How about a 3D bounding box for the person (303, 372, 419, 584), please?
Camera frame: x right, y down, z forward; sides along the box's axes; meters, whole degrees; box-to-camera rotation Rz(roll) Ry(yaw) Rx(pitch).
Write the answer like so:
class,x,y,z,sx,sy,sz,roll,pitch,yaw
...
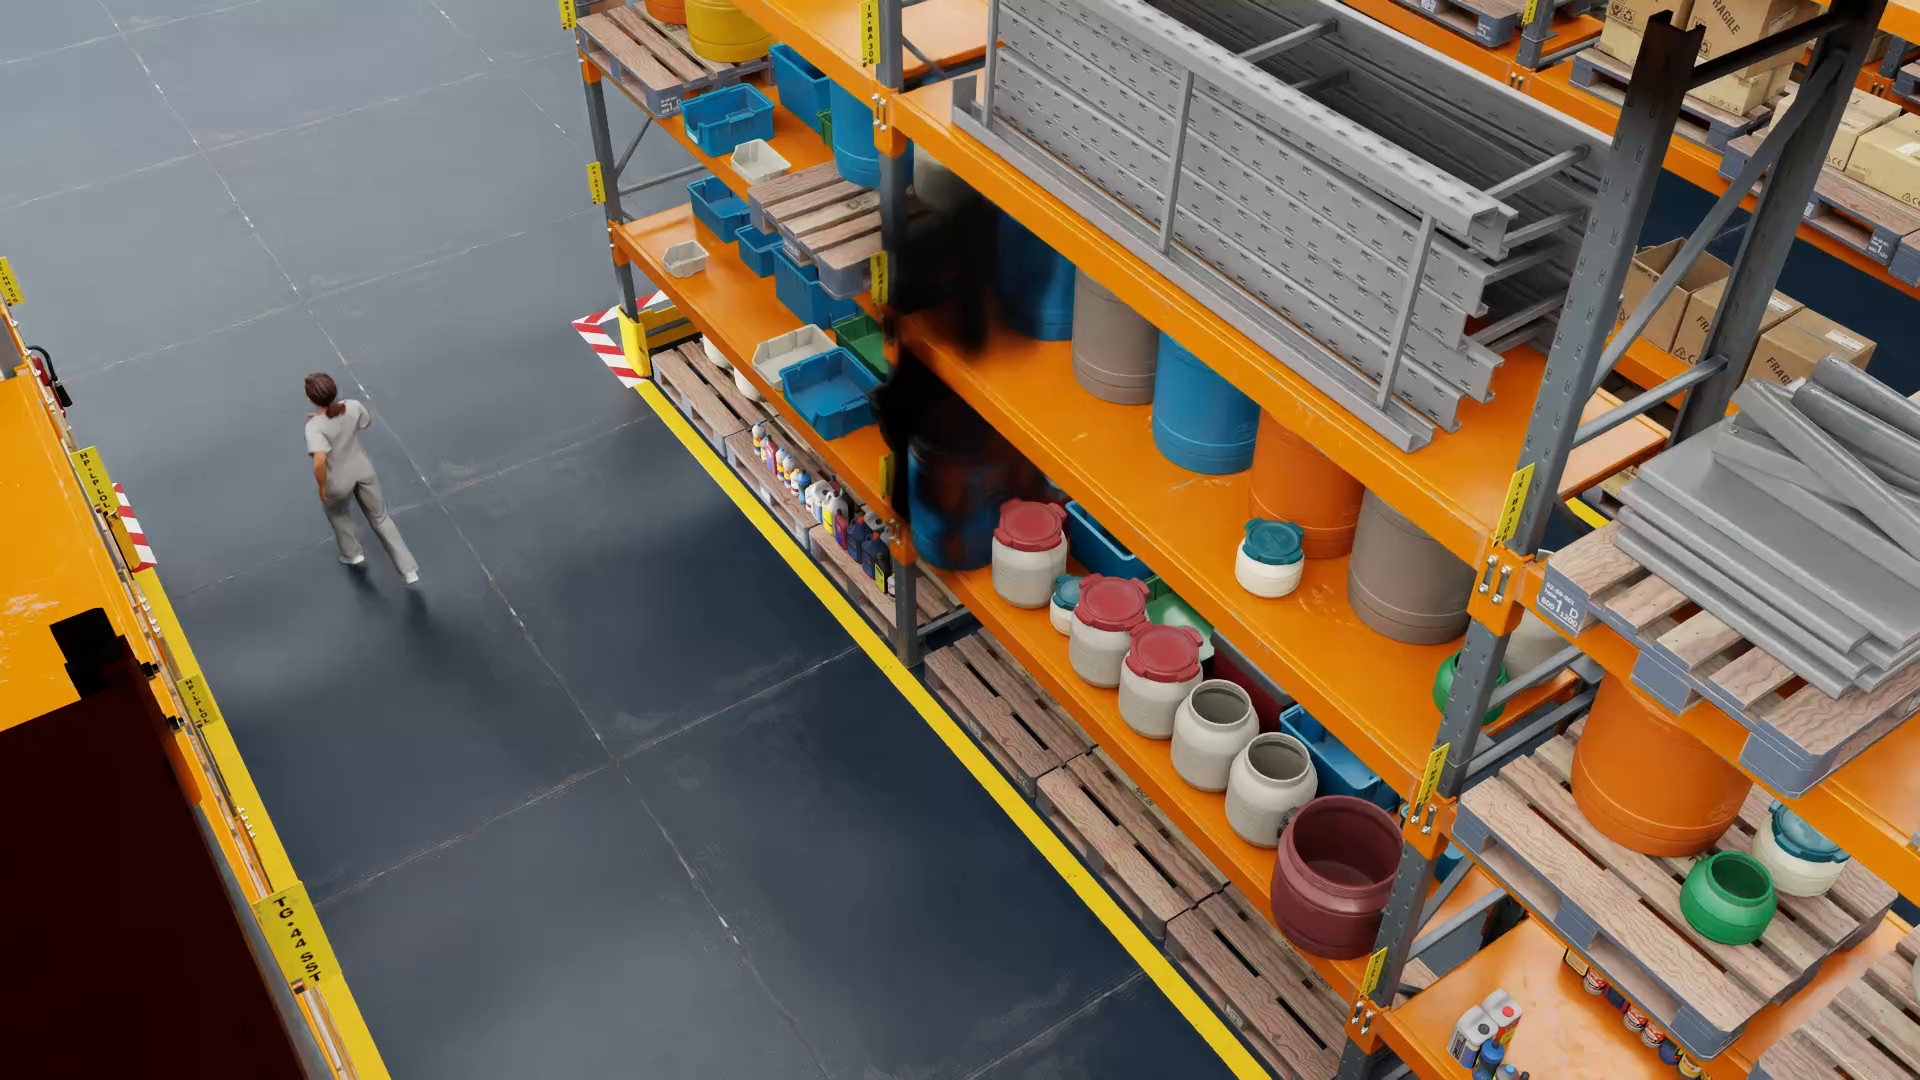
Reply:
class,x,y,z,sx,sy,sz,roll,pitch,yaw
person,-3.981,-0.372,10.914,0.831,1.721,0.566,32,51,30
